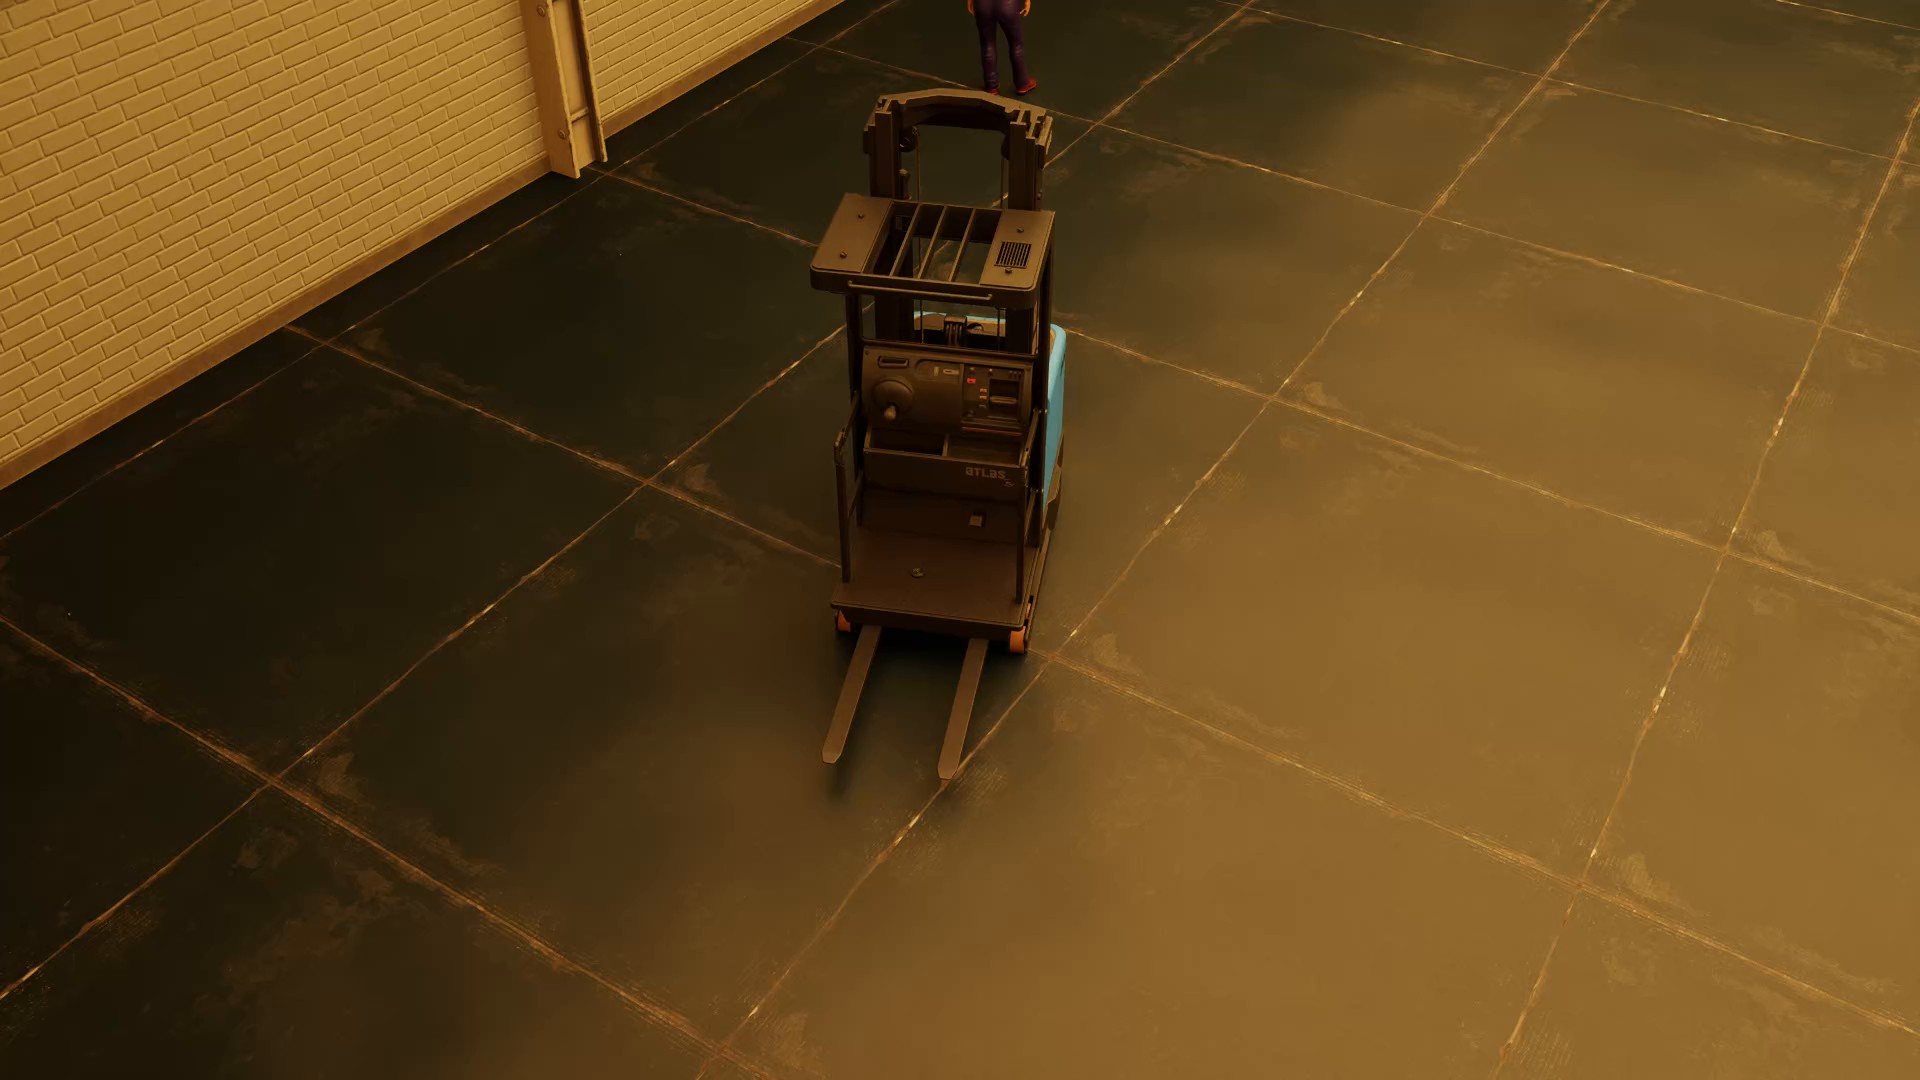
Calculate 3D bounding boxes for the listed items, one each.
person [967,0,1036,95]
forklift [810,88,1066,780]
[{"bbox_3d":[0.358,-4.687,14.479,0.598,1.651,0.502,9,41,11],"label":"person"},{"bbox_3d":[-0.108,-0.731,8.830,1.130,2.935,3.031,7,41,8],"label":"forklift"}]
